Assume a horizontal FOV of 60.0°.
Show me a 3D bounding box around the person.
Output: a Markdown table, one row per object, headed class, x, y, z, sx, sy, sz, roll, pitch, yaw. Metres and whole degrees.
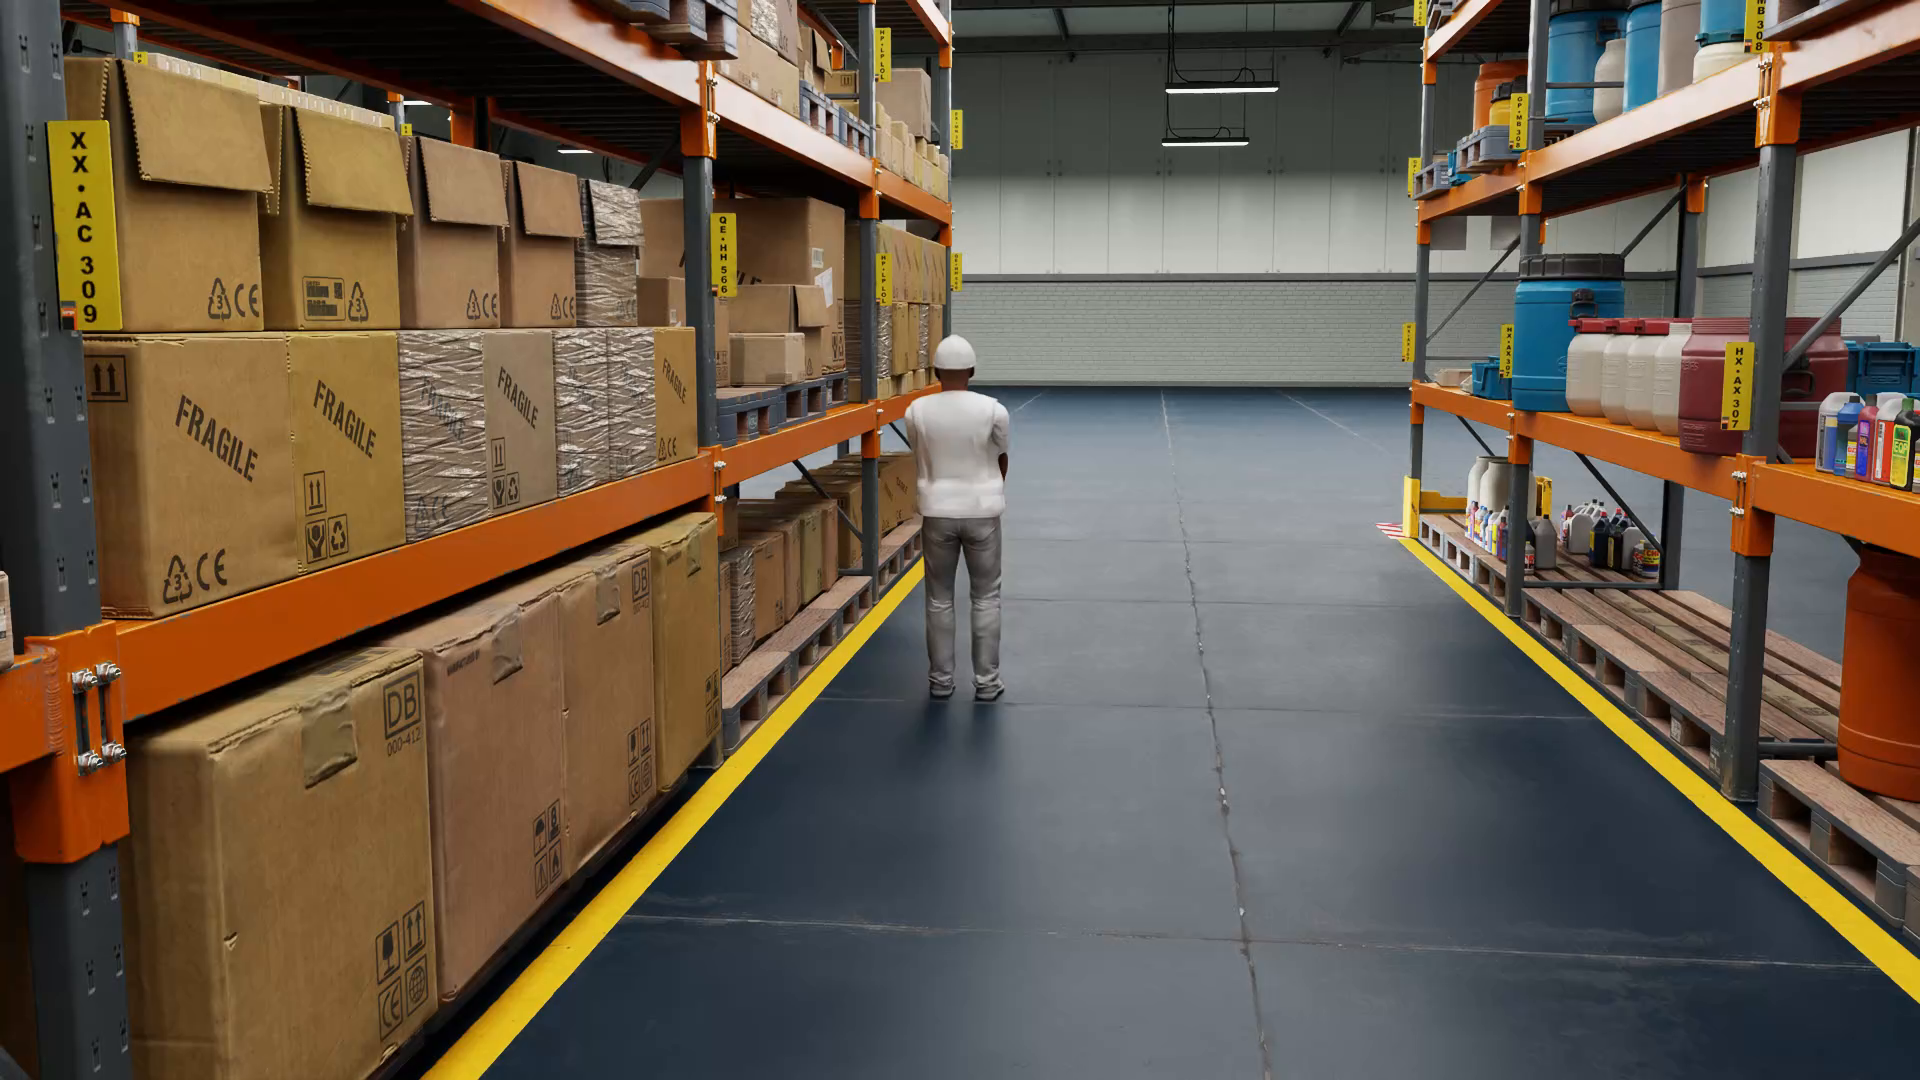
| class | x | y | z | sx | sy | sz | roll | pitch | yaw |
| --- | --- | --- | --- | --- | --- | --- | --- | --- | --- |
| person | 0.002 | -0.121 | 8.141 | 0.502 | 1.761 | 0.587 | 1 | 8 | 7 |
